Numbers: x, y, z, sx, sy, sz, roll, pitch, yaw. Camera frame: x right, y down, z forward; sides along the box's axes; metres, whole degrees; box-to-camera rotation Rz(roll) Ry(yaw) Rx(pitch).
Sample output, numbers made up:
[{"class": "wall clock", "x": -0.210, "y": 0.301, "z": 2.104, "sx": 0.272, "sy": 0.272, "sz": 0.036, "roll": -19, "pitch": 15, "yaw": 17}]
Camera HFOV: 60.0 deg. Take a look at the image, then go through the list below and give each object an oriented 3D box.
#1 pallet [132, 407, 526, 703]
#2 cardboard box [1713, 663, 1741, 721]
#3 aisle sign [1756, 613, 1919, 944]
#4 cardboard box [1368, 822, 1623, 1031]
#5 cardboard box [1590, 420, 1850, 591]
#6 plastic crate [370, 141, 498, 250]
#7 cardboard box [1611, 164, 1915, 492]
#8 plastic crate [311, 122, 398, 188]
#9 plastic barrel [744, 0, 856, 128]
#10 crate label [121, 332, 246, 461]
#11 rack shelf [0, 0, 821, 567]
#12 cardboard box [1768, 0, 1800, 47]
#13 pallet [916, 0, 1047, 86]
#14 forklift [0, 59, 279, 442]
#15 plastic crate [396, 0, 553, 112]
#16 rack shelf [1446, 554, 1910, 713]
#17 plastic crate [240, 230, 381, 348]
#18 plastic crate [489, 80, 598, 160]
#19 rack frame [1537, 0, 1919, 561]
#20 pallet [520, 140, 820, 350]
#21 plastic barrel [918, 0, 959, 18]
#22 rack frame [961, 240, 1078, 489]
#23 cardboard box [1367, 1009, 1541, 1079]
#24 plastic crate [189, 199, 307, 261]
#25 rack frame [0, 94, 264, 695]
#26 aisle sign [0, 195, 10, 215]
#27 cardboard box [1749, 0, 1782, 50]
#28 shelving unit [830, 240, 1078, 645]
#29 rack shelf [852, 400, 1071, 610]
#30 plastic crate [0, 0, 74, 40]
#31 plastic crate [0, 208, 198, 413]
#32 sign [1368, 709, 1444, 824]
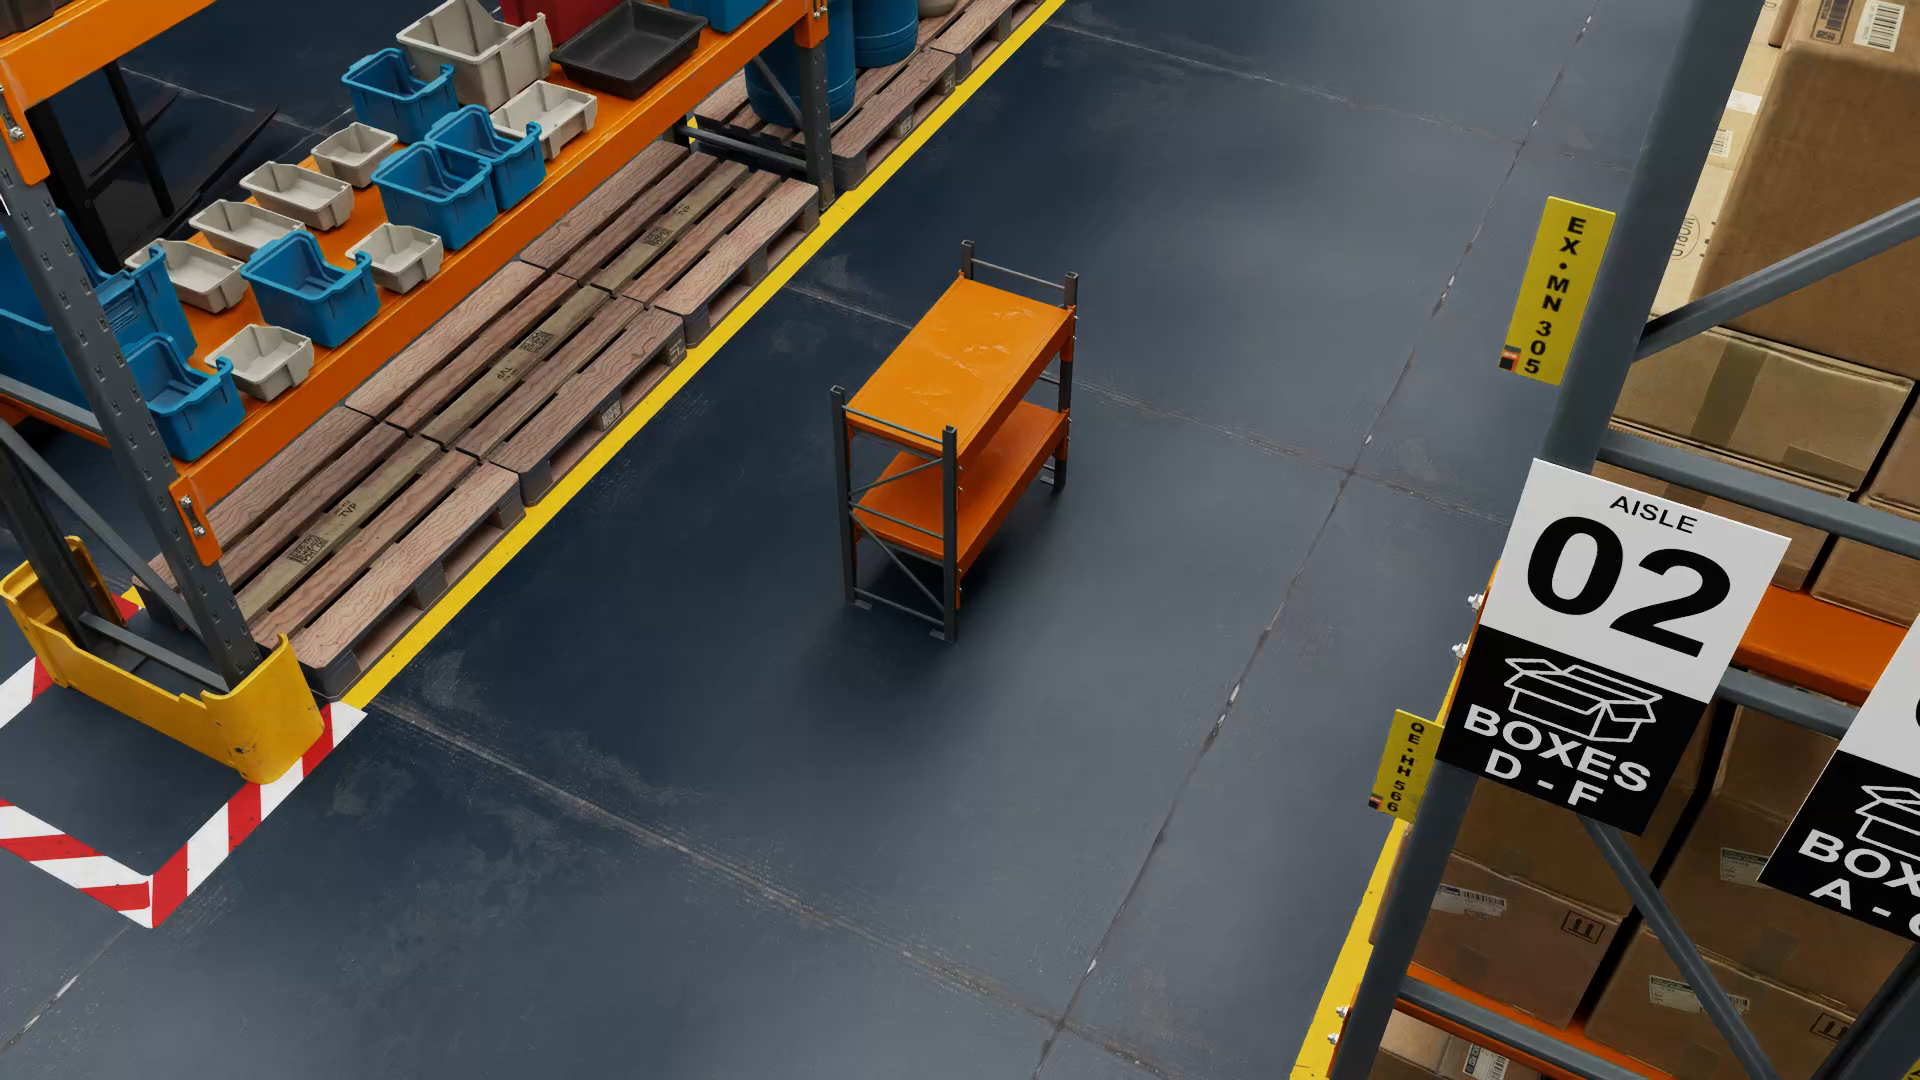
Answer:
[{"class": "pallet", "x": -2.570, "y": 0.019, "z": 6.863, "sx": 1.003, "sy": 0.211, "sz": 1.213, "roll": 20, "pitch": 49, "yaw": 19}, {"class": "cardboard box", "x": 2.074, "y": 0.272, "z": 3.878, "sx": 0.500, "sy": 0.500, "sz": 0.500, "roll": 21, "pitch": 49, "yaw": 19}, {"class": "aisle sign", "x": 1.627, "y": 0.409, "z": 2.689, "sx": 0.394, "sy": 0.787, "sz": 0.004, "roll": 20, "pitch": 49, "yaw": 19}, {"class": "cardboard box", "x": 1.365, "y": 0.776, "z": 4.084, "sx": 0.500, "sy": 0.500, "sz": 0.500, "roll": 22, "pitch": 49, "yaw": 20}, {"class": "cardboard box", "x": 1.403, "y": -0.229, "z": 3.144, "sx": 0.500, "sy": 0.250, "sz": 0.500, "roll": 20, "pitch": 49, "yaw": 19}, {"class": "plastic crate", "x": -1.970, "y": -1.293, "z": 6.274, "sx": 0.416, "sy": 0.233, "sz": 0.300, "roll": 20, "pitch": 49, "yaw": 19}, {"class": "cardboard box", "x": 1.411, "y": -0.402, "z": 2.963, "sx": 0.500, "sy": 0.250, "sz": 0.500, "roll": 20, "pitch": 49, "yaw": 19}, {"class": "plastic crate", "x": -2.393, "y": -1.510, "z": 6.557, "sx": 0.298, "sy": 0.136, "sz": 0.250, "roll": 20, "pitch": 49, "yaw": 19}, {"class": "plastic barrel", "x": -0.863, "y": -2.722, "z": 8.791, "sx": 0.600, "sy": 0.901, "sz": 0.708, "roll": 20, "pitch": 49, "yaw": 19}, {"class": "crate label", "x": -2.581, "y": -0.464, "z": 5.455, "sx": 0.416, "sy": 0.233, "sz": 0.303, "roll": 20, "pitch": 49, "yaw": 19}, {"class": "rack shelf", "x": -2.059, "y": -1.462, "z": 6.871, "sx": 1.077, "sy": 0.370, "sz": 4.000, "roll": 20, "pitch": 49, "yaw": 19}, {"class": "cardboard box", "x": 2.067, "y": -1.224, "z": 3.249, "sx": 0.700, "sy": 0.500, "sz": 0.500, "roll": 20, "pitch": 49, "yaw": 19}, {"class": "pallet", "x": -0.170, "y": -3.238, "z": 10.082, "sx": 1.003, "sy": 0.211, "sz": 1.213, "roll": 20, "pitch": 49, "yaw": 19}, {"class": "forklift", "x": -4.386, "y": -2.260, "z": 7.203, "sx": 1.130, "sy": 2.935, "sz": 3.031, "roll": 10, "pitch": 46, "yaw": 9}, {"class": "plastic crate", "x": -2.002, "y": -2.053, "z": 6.991, "sx": 0.437, "sy": 0.282, "sz": 0.530, "roll": 20, "pitch": 49, "yaw": 19}, {"class": "rack shelf", "x": 2.327, "y": -0.878, "z": 4.186, "sx": 1.077, "sy": 0.370, "sz": 4.000, "roll": 20, "pitch": 49, "yaw": 19}, {"class": "plastic crate", "x": -2.275, "y": -0.878, "z": 5.865, "sx": 0.416, "sy": 0.233, "sz": 0.300, "roll": 20, "pitch": 49, "yaw": 19}, {"class": "plastic crate", "x": -1.672, "y": -1.707, "z": 6.751, "sx": 0.293, "sy": 0.136, "sz": 0.466, "roll": 20, "pitch": 49, "yaw": 19}, {"class": "rack frame", "x": 1.398, "y": -0.926, "z": 1.618, "sx": 1.000, "sy": 3.000, "sz": 0.127, "roll": 20, "pitch": 49, "yaw": 19}, {"class": "pallet", "x": -1.437, "y": -1.518, "z": 8.382, "sx": 1.003, "sy": 0.211, "sz": 1.213, "roll": 20, "pitch": 49, "yaw": 19}, {"class": "plastic barrel", "x": -0.193, "y": -3.357, "z": 9.693, "sx": 0.421, "sy": 0.512, "sz": 0.421, "roll": 0, "pitch": 45, "yaw": 0}, {"class": "rack frame", "x": 0.233, "y": -0.711, "z": 6.942, "sx": 0.500, "sy": 1.125, "sz": 0.032, "roll": 20, "pitch": 49, "yaw": 19}, {"class": "cardboard box", "x": 1.433, "y": 1.483, "z": 4.903, "sx": 0.500, "sy": 0.500, "sz": 0.500, "roll": 20, "pitch": 49, "yaw": 19}, {"class": "plastic crate", "x": -2.622, "y": -1.134, "z": 6.185, "sx": 0.396, "sy": 0.136, "sz": 0.243, "roll": 20, "pitch": 49, "yaw": 19}, {"class": "rack frame", "x": -2.987, "y": -0.455, "z": 5.370, "sx": 1.000, "sy": 3.000, "sz": 0.127, "roll": 20, "pitch": 49, "yaw": 19}, {"class": "aisle sign", "x": -2.757, "y": -1.225, "z": 4.304, "sx": 0.394, "sy": 0.787, "sz": 0.004, "roll": 20, "pitch": 49, "yaw": 19}, {"class": "cardboard box", "x": 1.878, "y": -1.031, "z": 3.585, "sx": 0.500, "sy": 0.250, "sz": 0.500, "roll": 20, "pitch": 49, "yaw": 19}, {"class": "shelving unit", "x": -0.003, "y": -0.391, "z": 6.626, "sx": 0.538, "sy": 1.125, "sz": 1.048, "roll": 20, "pitch": 49, "yaw": 19}, {"class": "rack shelf", "x": -0.003, "y": -0.219, "z": 6.800, "sx": 0.538, "sy": 0.278, "sz": 1.000, "roll": 20, "pitch": 49, "yaw": 19}, {"class": "plastic crate", "x": -2.562, "y": -1.614, "z": 4.499, "sx": 0.497, "sy": 0.269, "sz": 0.590, "roll": 20, "pitch": 49, "yaw": 19}, {"class": "plastic crate", "x": -2.997, "y": -0.761, "z": 5.606, "sx": 0.616, "sy": 0.435, "sz": 0.499, "roll": 20, "pitch": 49, "yaw": 19}, {"class": "sign", "x": 0.916, "y": 0.469, "z": 3.421, "sx": 0.100, "sy": 0.325, "sz": 0.005, "roll": 20, "pitch": 49, "yaw": 19}]
